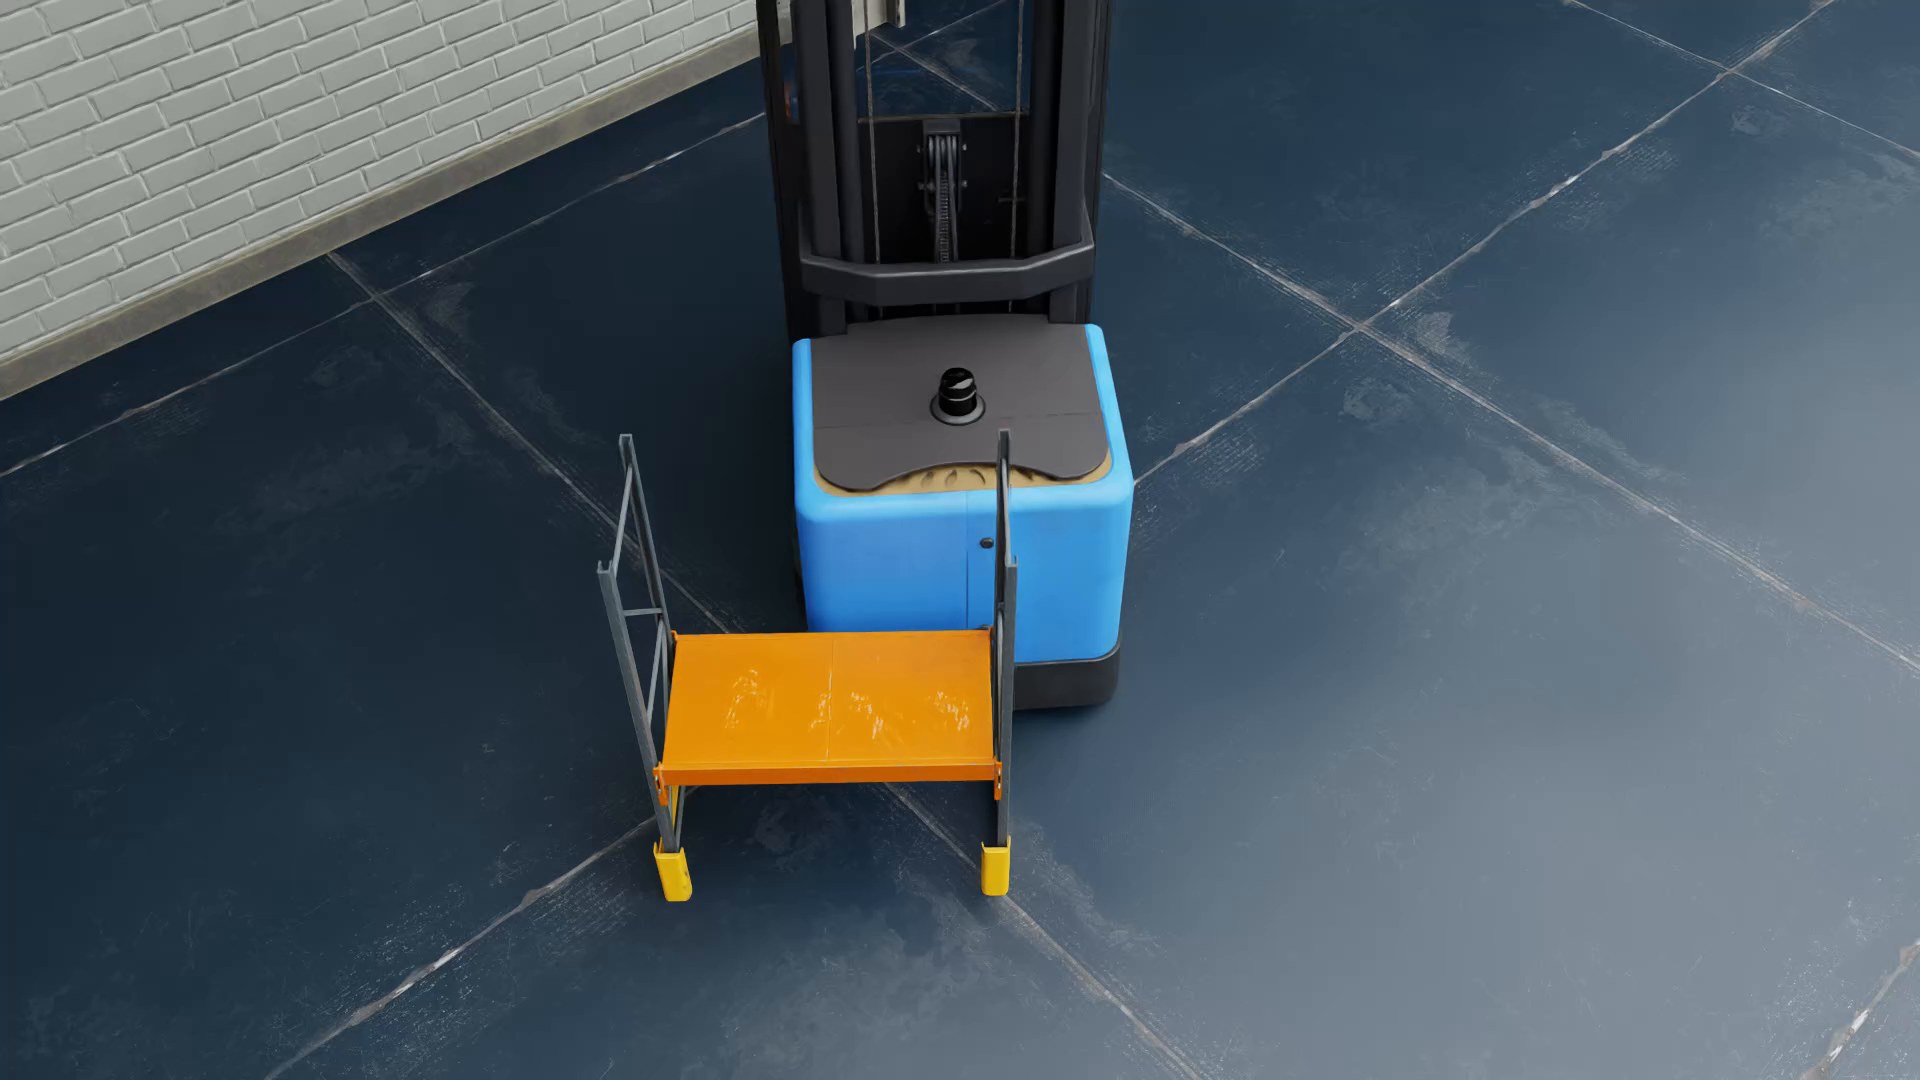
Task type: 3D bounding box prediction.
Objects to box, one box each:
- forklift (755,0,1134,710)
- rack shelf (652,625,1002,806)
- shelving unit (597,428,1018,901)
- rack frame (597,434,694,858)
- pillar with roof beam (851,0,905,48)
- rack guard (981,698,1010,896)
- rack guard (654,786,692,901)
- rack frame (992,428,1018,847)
[{"bbox_3d":[-0.096,-1.471,5.613,1.130,2.935,3.031,-3,47,-3],"label":"forklift"},{"bbox_3d":[-0.384,0.521,4.993,1.000,0.185,0.538,-1,47,-1],"label":"rack shelf"},{"bbox_3d":[-0.393,0.399,4.861,1.083,1.500,0.587,-1,47,-1],"label":"shelving unit"},{"bbox_3d":[-0.893,0.407,4.854,0.032,1.500,0.500,-1,47,-1],"label":"rack frame"},{"bbox_3d":[2.363,-3.415,3.278,0.400,9.000,9.100,-34,56,-27],"label":"pillar with roof beam"},{"bbox_3d":[0.104,0.816,5.327,0.087,0.250,0.587,-1,47,-1],"label":"rack guard"},{"bbox_3d":[-0.891,0.831,5.313,0.087,0.250,0.587,-1,47,-1],"label":"rack guard"},{"bbox_3d":[0.124,0.392,4.868,0.032,1.500,0.500,-1,47,-1],"label":"rack frame"}]
